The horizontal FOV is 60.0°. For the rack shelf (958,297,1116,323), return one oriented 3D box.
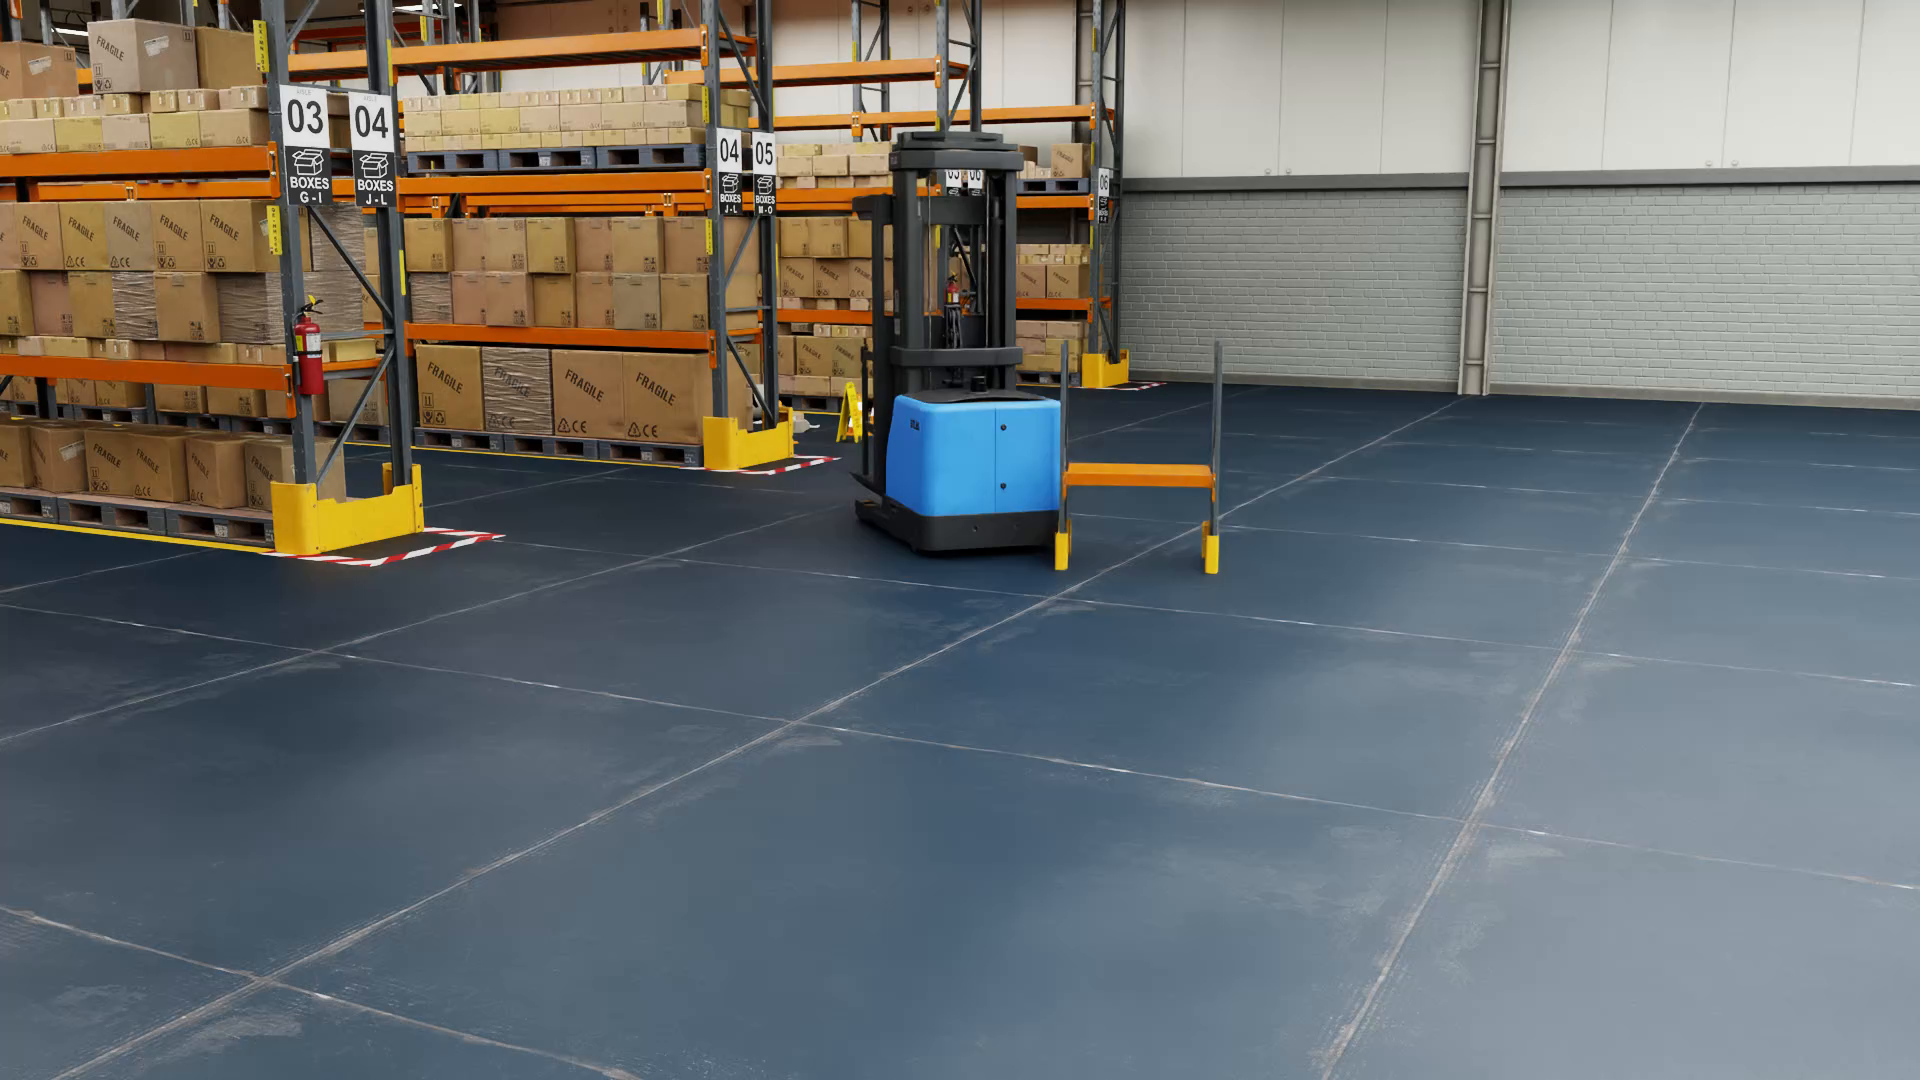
[{"bbox_3d":[0.395,-3.644,25.961,4.000,0.370,1.077,5,11,26],"label":"rack shelf"}]

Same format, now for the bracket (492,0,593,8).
[{"bbox_3d":[-6.258,-9.414,28.872,4.783,0.066,0.076,5,11,26],"label":"bracket"}]

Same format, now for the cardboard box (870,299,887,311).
[{"bbox_3d":[-0.931,-2.945,20.784,0.250,0.149,0.380,5,11,25],"label":"cardboard box"}]

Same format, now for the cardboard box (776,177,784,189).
[{"bbox_3d":[-2.303,-4.536,21.151,0.250,0.149,0.380,5,11,25],"label":"cardboard box"}]

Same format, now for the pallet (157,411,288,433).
[{"bbox_3d":[-8.605,-1.433,19.554,1.213,0.211,1.003,5,11,26],"label":"pallet"}]

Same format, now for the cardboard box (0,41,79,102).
[{"bbox_3d":[-7.460,-3.703,13.323,0.500,0.500,0.500,5,11,24],"label":"cardboard box"}]

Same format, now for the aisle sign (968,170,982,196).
[{"bbox_3d":[0.188,-4.371,20.660,0.004,0.787,0.394,5,11,26],"label":"aisle sign"}]

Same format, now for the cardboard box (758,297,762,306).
[{"bbox_3d":[-2.491,-3.094,21.609,0.250,0.149,0.380,5,11,26],"label":"cardboard box"}]

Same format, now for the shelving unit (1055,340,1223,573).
[{"bbox_3d":[1.200,-0.578,11.213,1.083,1.500,0.587,1,10,6],"label":"shelving unit"}]

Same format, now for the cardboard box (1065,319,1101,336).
[{"bbox_3d":[1.841,-3.254,25.521,0.500,0.250,0.500,5,11,25],"label":"cardboard box"}]

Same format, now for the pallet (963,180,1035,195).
[{"bbox_3d":[0.468,-5.429,25.628,1.213,0.211,1.003,5,11,26],"label":"pallet"}]

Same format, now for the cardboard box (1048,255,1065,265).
[{"bbox_3d":[1.511,-4.207,24.949,0.250,0.149,0.380,5,12,27],"label":"cardboard box"}]

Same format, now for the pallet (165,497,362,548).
[{"bbox_3d":[-5.170,-0.168,12.566,1.213,0.211,1.003,5,11,26],"label":"pallet"}]

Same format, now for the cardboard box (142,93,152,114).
[{"bbox_3d":[-5.654,-3.134,12.001,0.250,0.149,0.380,5,11,26],"label":"cardboard box"}]

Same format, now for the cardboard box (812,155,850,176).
[{"bbox_3d":[-1.500,-4.673,20.791,0.500,0.250,0.500,5,12,27],"label":"cardboard box"}]

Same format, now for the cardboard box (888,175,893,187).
[{"bbox_3d":[-0.686,-4.397,20.388,0.250,0.149,0.380,5,11,26],"label":"cardboard box"}]

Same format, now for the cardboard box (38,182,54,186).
[{"bbox_3d":[-10.804,-4.486,19.892,0.500,0.500,0.500,5,11,26],"label":"cardboard box"}]

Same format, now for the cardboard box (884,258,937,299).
[{"bbox_3d":[-0.613,-3.242,20.602,0.500,0.500,0.500,5,11,25],"label":"cardboard box"}]

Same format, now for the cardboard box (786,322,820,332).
[{"bbox_3d":[-2.564,-3.295,27.504,0.625,0.625,0.875,5,11,25],"label":"cardboard box"}]

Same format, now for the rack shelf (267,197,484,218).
[{"bbox_3d":[-8.972,-4.957,24.796,4.000,0.370,1.077,5,11,26],"label":"rack shelf"}]

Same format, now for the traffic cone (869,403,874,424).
[{"bbox_3d":[-0.961,-1.627,19.919,0.334,0.463,0.336,5,11,26],"label":"traffic cone"}]

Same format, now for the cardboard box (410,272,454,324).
[{"bbox_3d":[-5.355,-2.611,17.811,0.550,0.550,0.875,5,11,26],"label":"cardboard box"}]

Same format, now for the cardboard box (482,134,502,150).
[{"bbox_3d":[-4.602,-4.009,16.783,0.250,0.149,0.380,5,11,25],"label":"cardboard box"}]

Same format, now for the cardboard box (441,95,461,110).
[{"bbox_3d":[-5.059,-4.442,16.933,0.250,0.149,0.380,5,11,25],"label":"cardboard box"}]

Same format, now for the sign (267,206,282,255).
[{"bbox_3d":[-4.653,-2.103,11.287,0.005,0.325,0.100,5,11,26],"label":"sign"}]

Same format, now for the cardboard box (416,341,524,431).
[{"bbox_3d":[-5.158,-1.664,17.790,0.875,0.875,0.875,5,11,27],"label":"cardboard box"}]

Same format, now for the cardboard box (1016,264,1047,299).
[{"bbox_3d":[1.170,-3.929,25.234,0.500,0.500,0.500,5,12,28],"label":"cardboard box"}]

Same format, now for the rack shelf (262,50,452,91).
[{"bbox_3d":[-7.485,-5.123,18.410,4.000,0.370,1.077,5,11,26],"label":"rack shelf"}]

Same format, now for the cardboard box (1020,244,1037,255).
[{"bbox_3d":[1.102,-4.412,25.247,0.250,0.149,0.380,5,11,26],"label":"cardboard box"}]

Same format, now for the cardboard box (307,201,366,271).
[{"bbox_3d":[-4.762,-2.239,12.255,0.500,0.500,0.500,5,11,26],"label":"cardboard box"}]

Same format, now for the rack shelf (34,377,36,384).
[{"bbox_3d":[-9.770,-1.583,14.576,4.000,0.370,1.077,5,11,26],"label":"rack shelf"}]

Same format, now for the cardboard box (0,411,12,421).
[{"bbox_3d":[-8.518,-0.818,14.111,0.500,0.500,0.700,4,11,21],"label":"cardboard box"}]

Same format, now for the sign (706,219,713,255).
[{"bbox_3d":[-2.357,-2.849,15.636,0.005,0.325,0.100,5,11,26],"label":"sign"}]

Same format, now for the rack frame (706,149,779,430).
[{"bbox_3d":[-2.104,-2.249,16.233,0.127,3.000,1.000,5,11,26],"label":"rack frame"}]

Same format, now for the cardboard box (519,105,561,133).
[{"bbox_3d":[-4.017,-4.166,16.530,0.500,0.250,0.500,5,11,26],"label":"cardboard box"}]

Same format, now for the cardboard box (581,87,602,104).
[{"bbox_3d":[-3.466,-4.302,16.161,0.250,0.149,0.380,5,11,26],"label":"cardboard box"}]

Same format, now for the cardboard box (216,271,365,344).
[{"bbox_3d":[-4.870,-1.708,12.128,0.500,0.500,0.875,5,11,26],"label":"cardboard box"}]

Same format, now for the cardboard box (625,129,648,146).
[{"bbox_3d":[-3.008,-3.869,16.009,0.250,0.149,0.380,5,11,27],"label":"cardboard box"}]

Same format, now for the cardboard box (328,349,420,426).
[{"bbox_3d":[-6.288,-1.698,18.328,0.750,0.750,1.050,5,11,26],"label":"cardboard box"}]

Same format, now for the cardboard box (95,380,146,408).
[{"bbox_3d":[-9.984,-1.866,19.957,0.500,0.500,0.500,5,11,26],"label":"cardboard box"}]

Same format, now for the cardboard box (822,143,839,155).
[{"bbox_3d":[-1.534,-4.889,20.863,0.250,0.149,0.380,5,11,24],"label":"cardboard box"}]

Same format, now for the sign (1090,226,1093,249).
[{"bbox_3d":[1.936,-4.441,24.430,0.005,0.325,0.100,5,11,26],"label":"sign"}]

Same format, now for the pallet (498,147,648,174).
[{"bbox_3d":[-3.872,-3.834,16.817,1.213,0.211,1.003,5,11,26],"label":"pallet"}]

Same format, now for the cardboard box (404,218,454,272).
[{"bbox_3d":[-5.376,-3.135,17.674,0.550,0.550,0.875,5,11,26],"label":"cardboard box"}]

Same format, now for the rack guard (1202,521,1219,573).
[{"bbox_3d":[1.695,0.046,11.273,0.087,0.250,0.587,1,10,6],"label":"rack guard"}]

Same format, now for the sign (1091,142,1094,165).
[{"bbox_3d":[1.936,-5.627,24.215,0.005,0.325,0.100,5,11,26],"label":"sign"}]

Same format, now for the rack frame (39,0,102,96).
[{"bbox_3d":[-14.353,-7.260,27.077,0.127,3.000,1.000,5,11,26],"label":"rack frame"}]

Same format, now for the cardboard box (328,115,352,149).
[{"bbox_3d":[-4.707,-2.946,12.084,0.500,0.250,0.500,5,12,28],"label":"cardboard box"}]

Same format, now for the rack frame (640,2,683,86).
[{"bbox_3d":[-4.986,-7.423,27.975,0.127,3.000,1.000,5,11,26],"label":"rack frame"}]

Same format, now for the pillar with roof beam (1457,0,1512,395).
[{"bbox_3d":[5.439,-5.831,19.179,0.400,9.000,9.100,5,11,26],"label":"pillar with roof beam"}]

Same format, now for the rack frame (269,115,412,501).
[{"bbox_3d":[-4.389,-1.465,11.900,0.127,3.000,1.000,5,11,26],"label":"rack frame"}]

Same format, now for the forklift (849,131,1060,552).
[{"bbox_3d":[-0.190,-1.578,12.721,1.130,2.935,3.031,-3,11,-16],"label":"forklift"}]

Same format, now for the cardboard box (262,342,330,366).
[{"bbox_3d":[-4.736,-1.330,11.864,0.250,0.149,0.380,5,11,26],"label":"cardboard box"}]

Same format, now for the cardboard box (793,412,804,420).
[{"bbox_3d":[-2.073,-1.425,19.686,0.380,0.149,0.250,-7,12,-33],"label":"cardboard box"}]

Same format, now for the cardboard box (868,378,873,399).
[{"bbox_3d":[-0.870,-1.924,20.977,0.500,0.250,0.500,5,11,26],"label":"cardboard box"}]

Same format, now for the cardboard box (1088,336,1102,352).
[{"bbox_3d":[1.859,-3.010,25.577,0.500,0.250,0.500,5,12,27],"label":"cardboard box"}]

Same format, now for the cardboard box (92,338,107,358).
[{"bbox_3d":[-6.321,-1.463,12.594,0.250,0.149,0.380,5,11,26],"label":"cardboard box"}]
